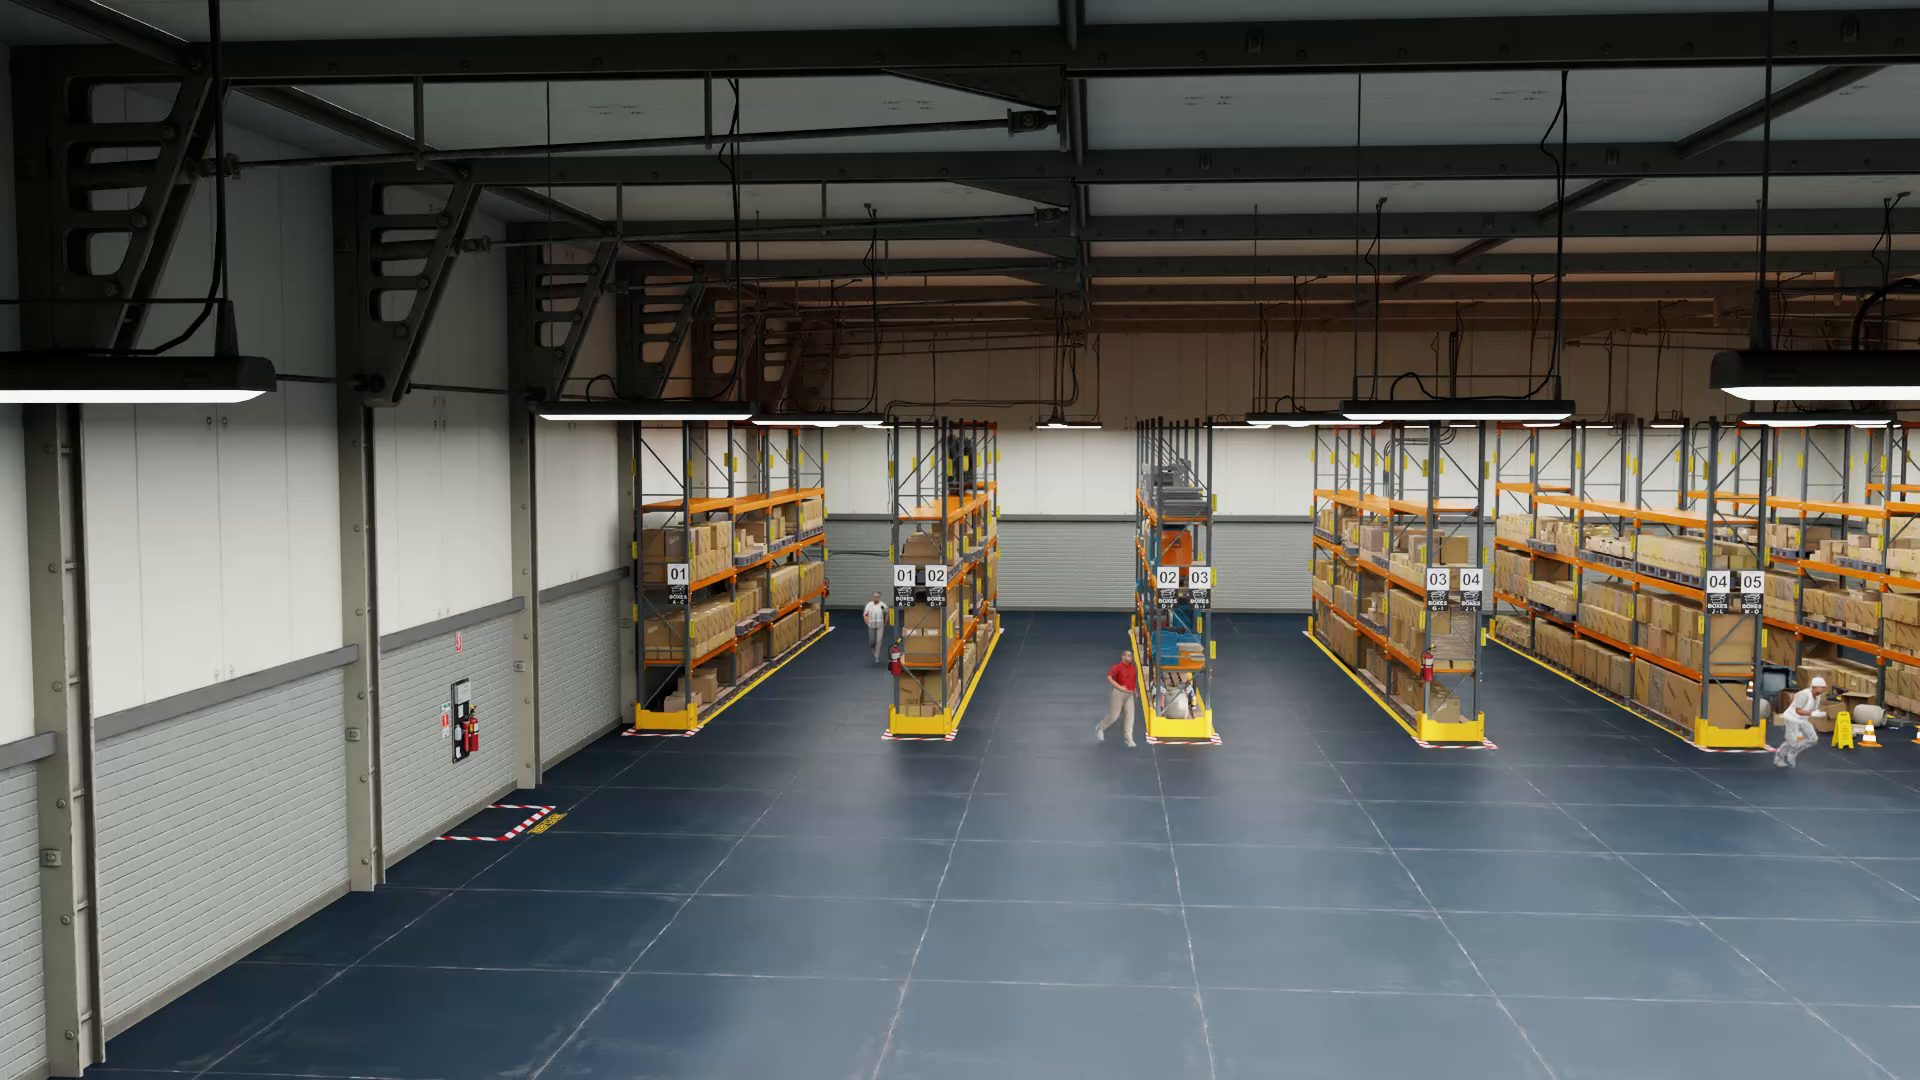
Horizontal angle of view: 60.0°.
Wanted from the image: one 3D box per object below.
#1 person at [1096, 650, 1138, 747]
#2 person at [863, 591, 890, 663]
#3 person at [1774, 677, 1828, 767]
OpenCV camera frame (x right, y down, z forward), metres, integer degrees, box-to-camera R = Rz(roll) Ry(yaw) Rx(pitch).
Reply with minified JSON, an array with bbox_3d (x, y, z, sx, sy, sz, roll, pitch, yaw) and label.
[{"bbox_3d":[3.014,2.876,30.490,0.738,1.703,0.971,-2,4,-33],"label":"person"},{"bbox_3d":[-2.081,2.150,41.514,0.668,1.762,0.821,0,4,0],"label":"person"},{"bbox_3d":[14.239,3.076,28.081,0.722,1.594,0.922,-2,4,-33],"label":"person"}]
